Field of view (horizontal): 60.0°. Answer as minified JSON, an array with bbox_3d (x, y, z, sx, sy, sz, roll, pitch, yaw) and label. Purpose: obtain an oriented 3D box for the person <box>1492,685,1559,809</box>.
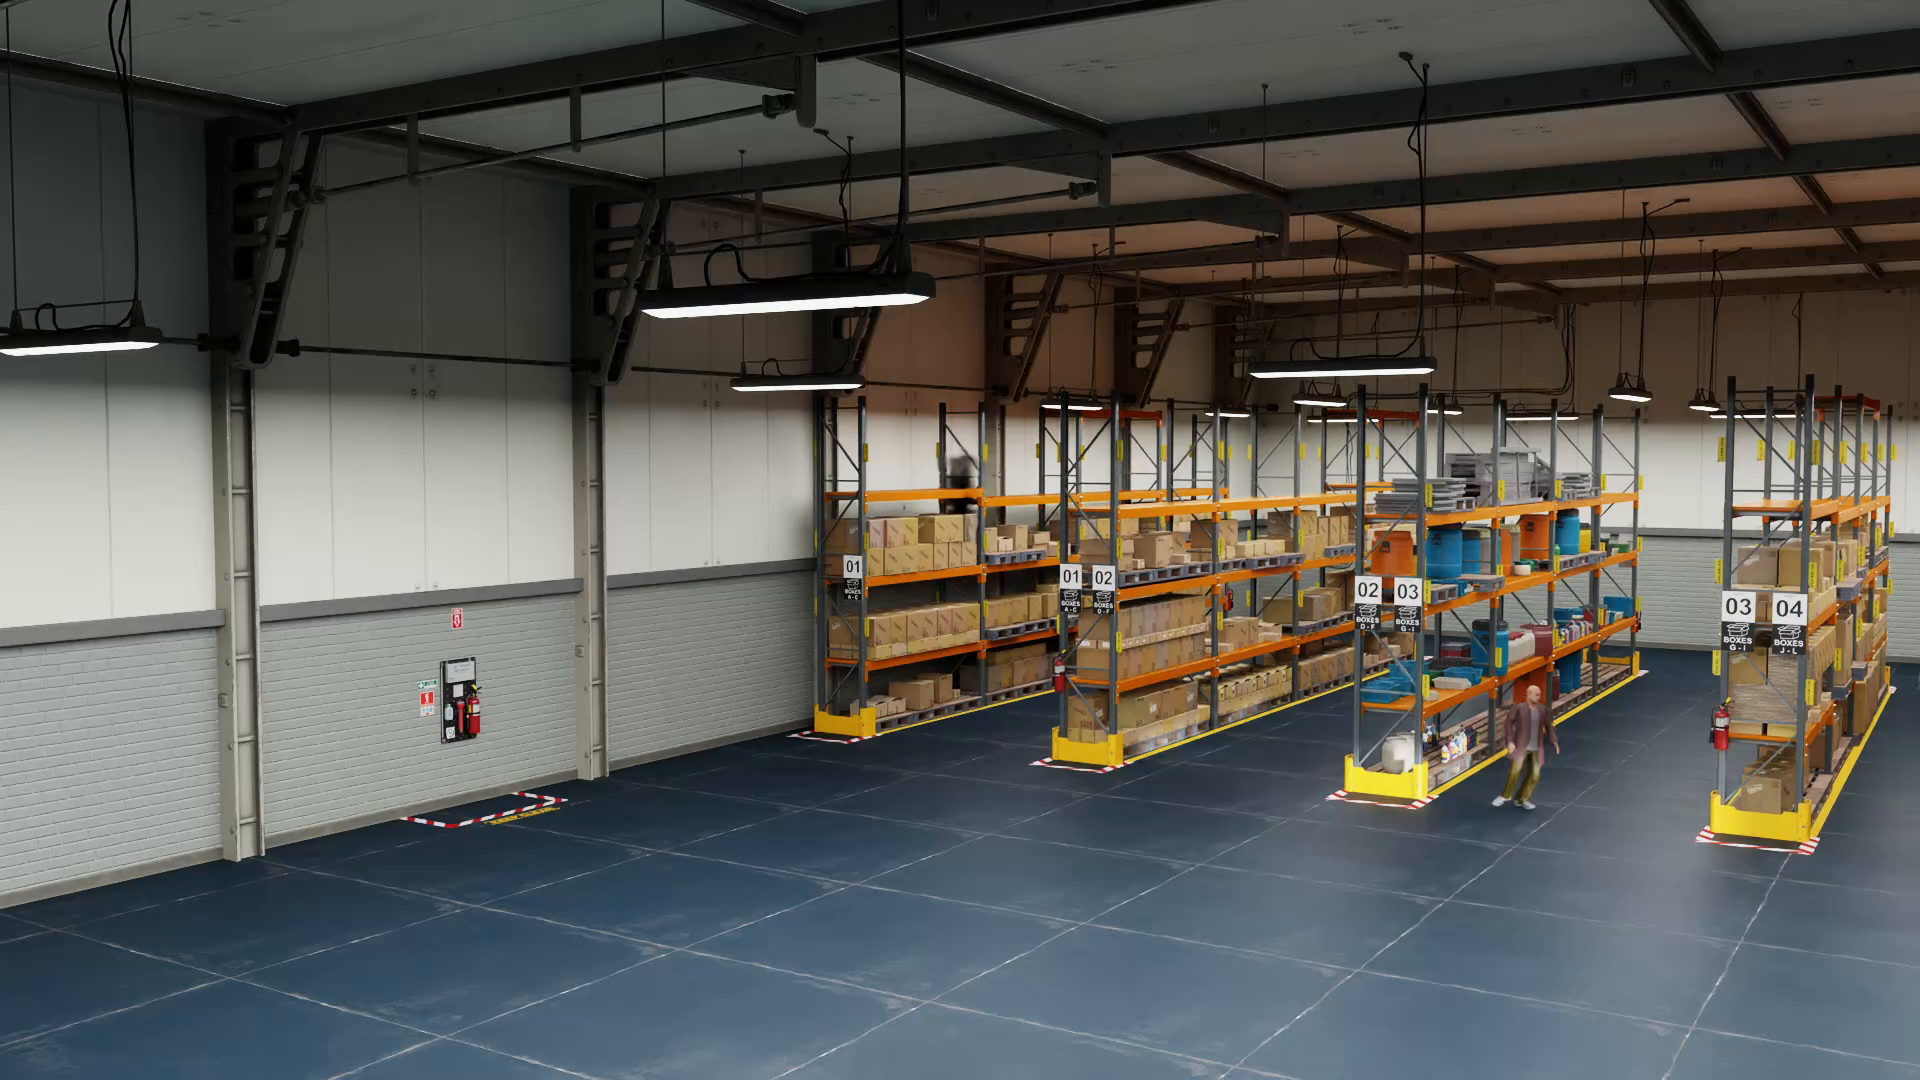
[{"bbox_3d":[7.911,2.904,23.252,0.820,1.745,0.626,-1,3,-10],"label":"person"}]
